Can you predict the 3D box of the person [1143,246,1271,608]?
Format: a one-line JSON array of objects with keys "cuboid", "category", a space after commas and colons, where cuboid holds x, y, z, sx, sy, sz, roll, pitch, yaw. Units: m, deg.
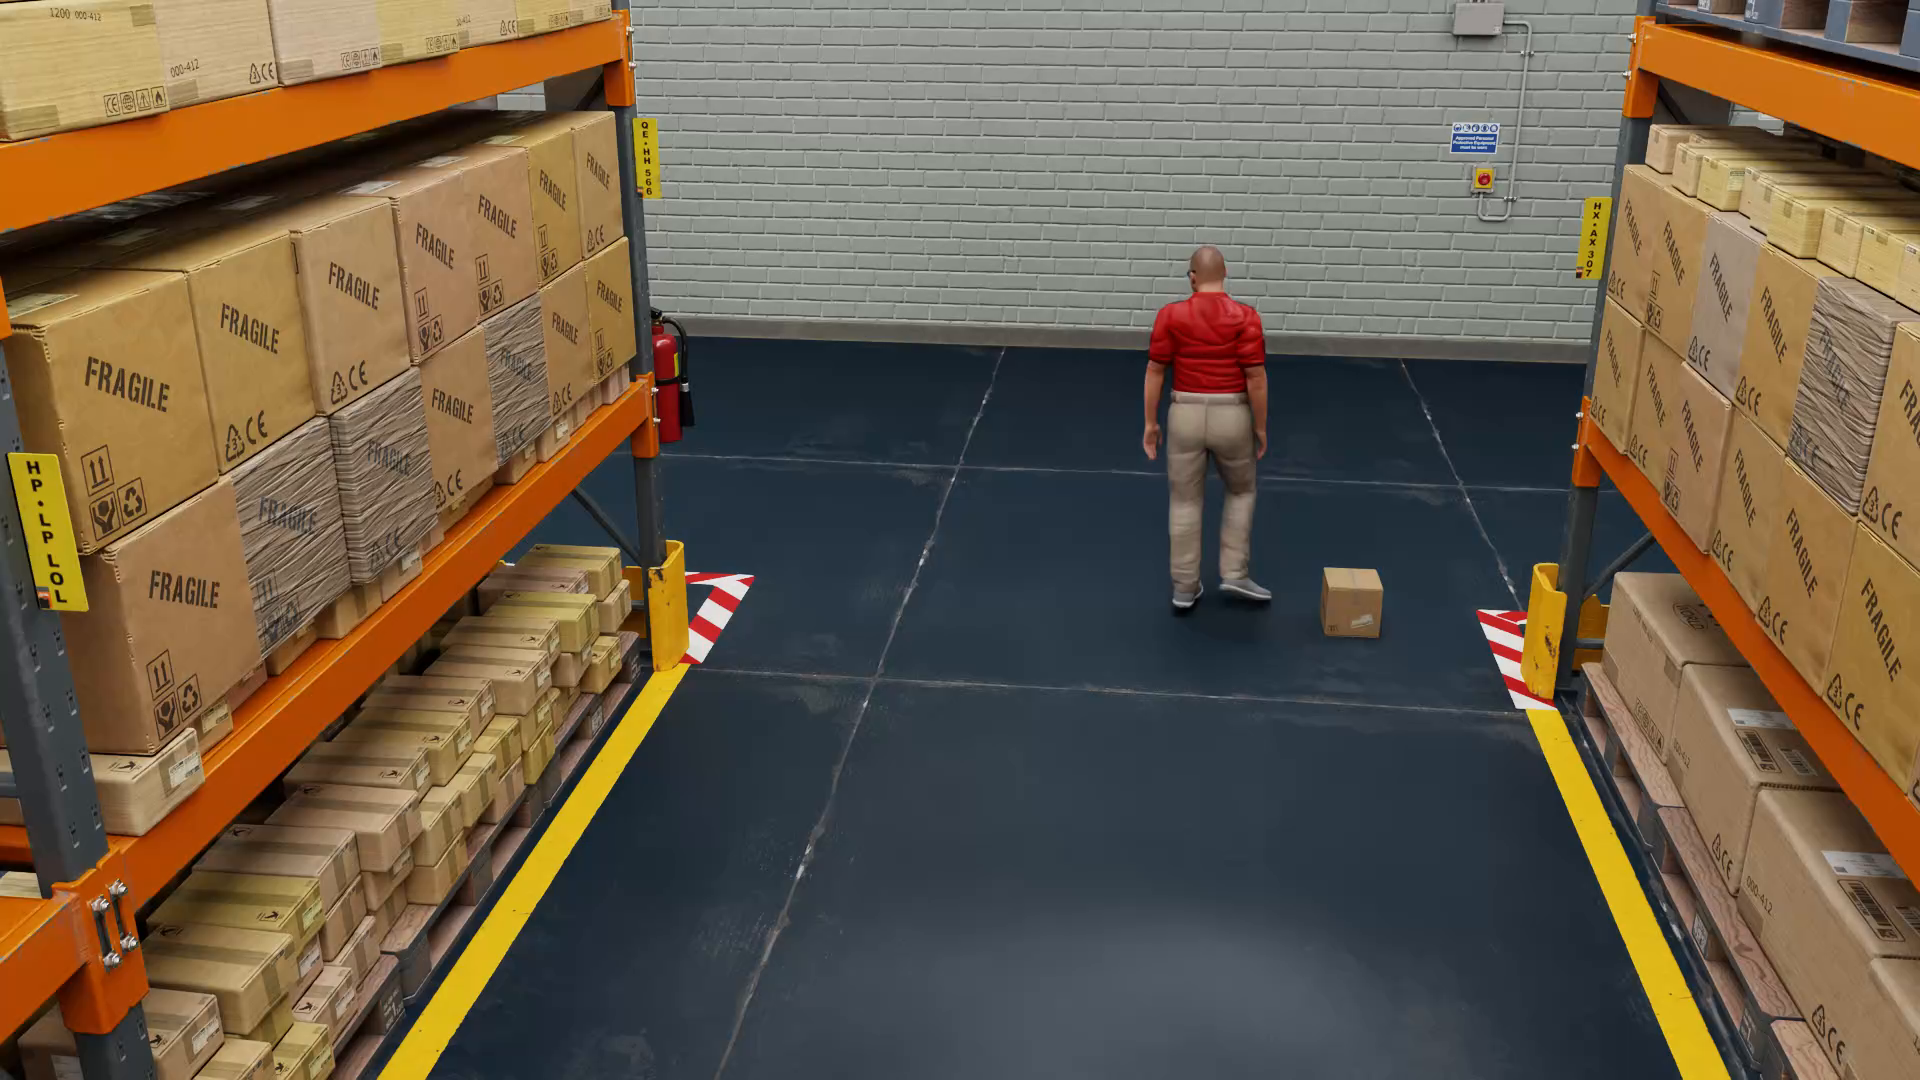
[{"cuboid": [1.200, -0.505, 7.946, 0.666, 1.763, 0.467, 5, 22, 14], "category": "person"}]
